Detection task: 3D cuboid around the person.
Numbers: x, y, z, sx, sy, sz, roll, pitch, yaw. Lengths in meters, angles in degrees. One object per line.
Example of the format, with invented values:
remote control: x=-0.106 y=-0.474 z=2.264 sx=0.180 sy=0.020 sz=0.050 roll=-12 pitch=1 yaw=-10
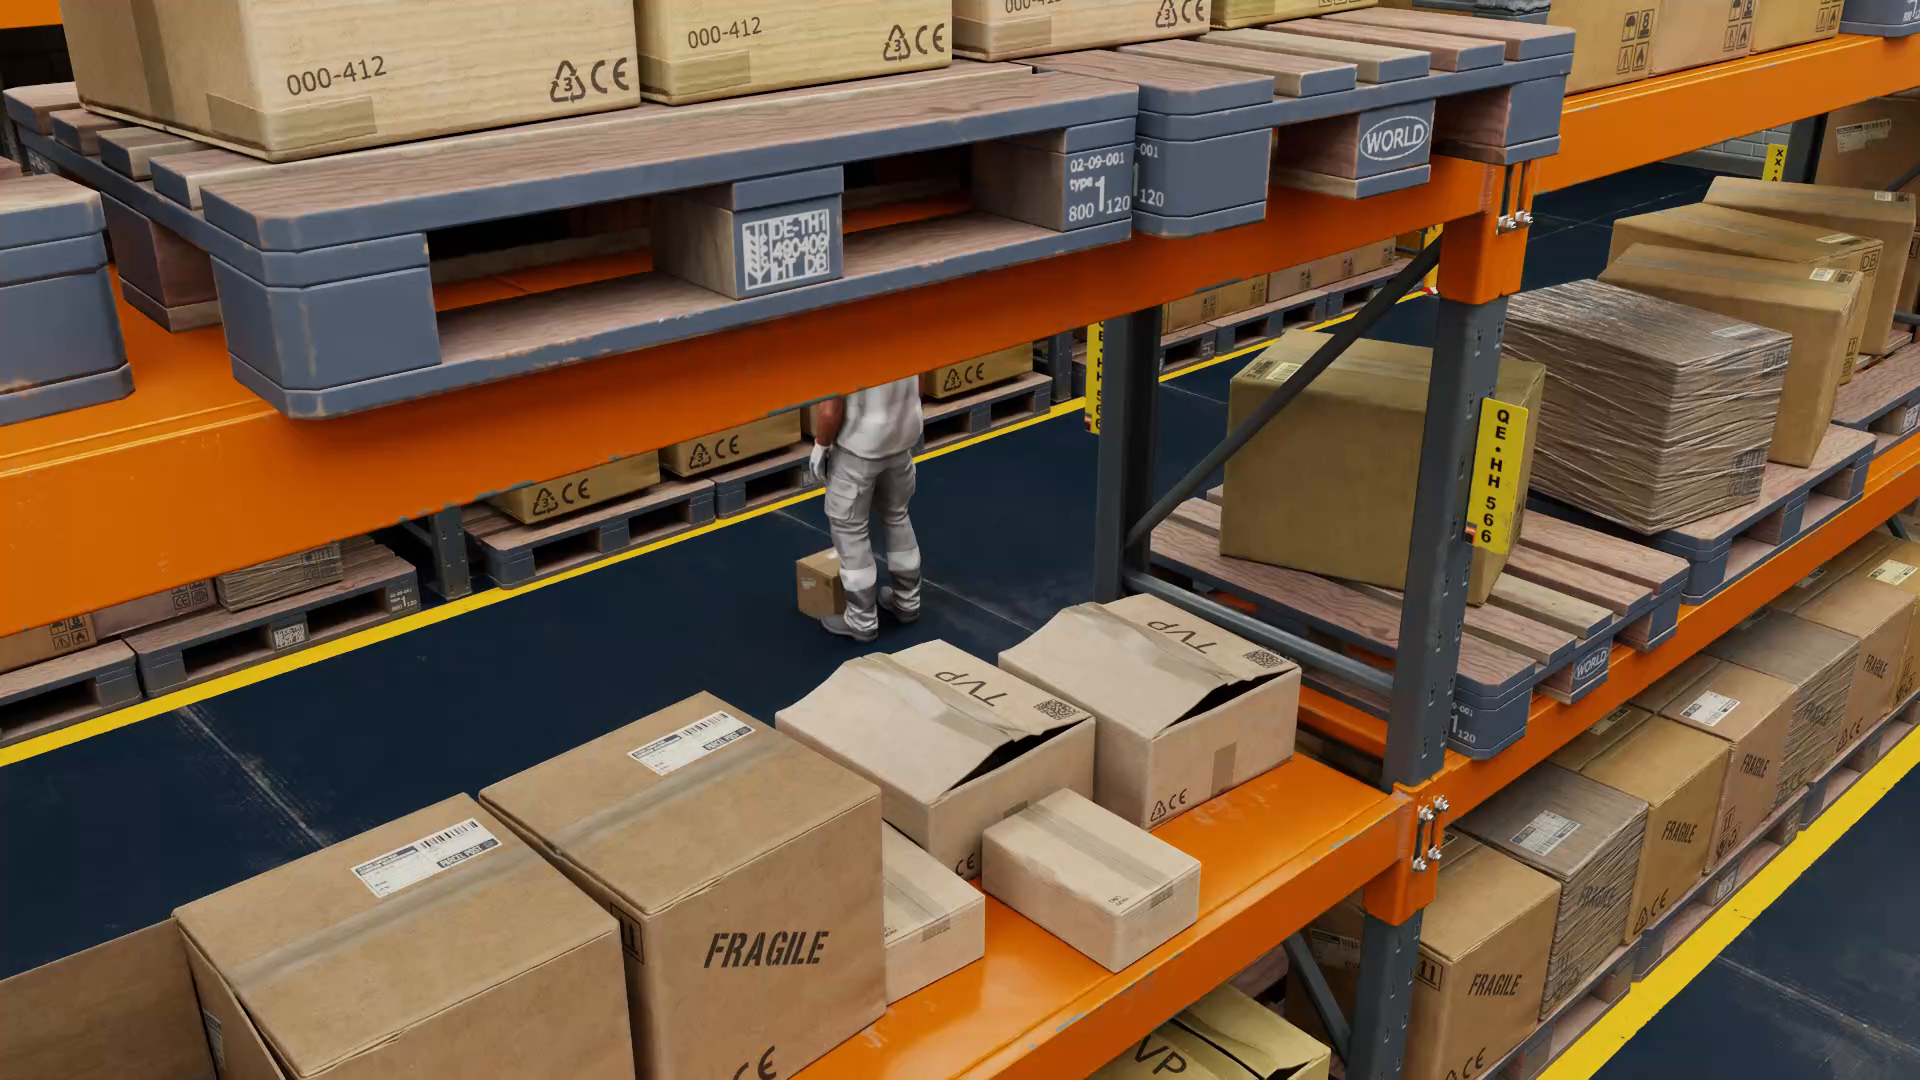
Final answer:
person: x=-0.391 y=-0.427 z=7.039 sx=0.444 sy=1.779 sz=0.584 roll=22 pitch=32 yaw=40
